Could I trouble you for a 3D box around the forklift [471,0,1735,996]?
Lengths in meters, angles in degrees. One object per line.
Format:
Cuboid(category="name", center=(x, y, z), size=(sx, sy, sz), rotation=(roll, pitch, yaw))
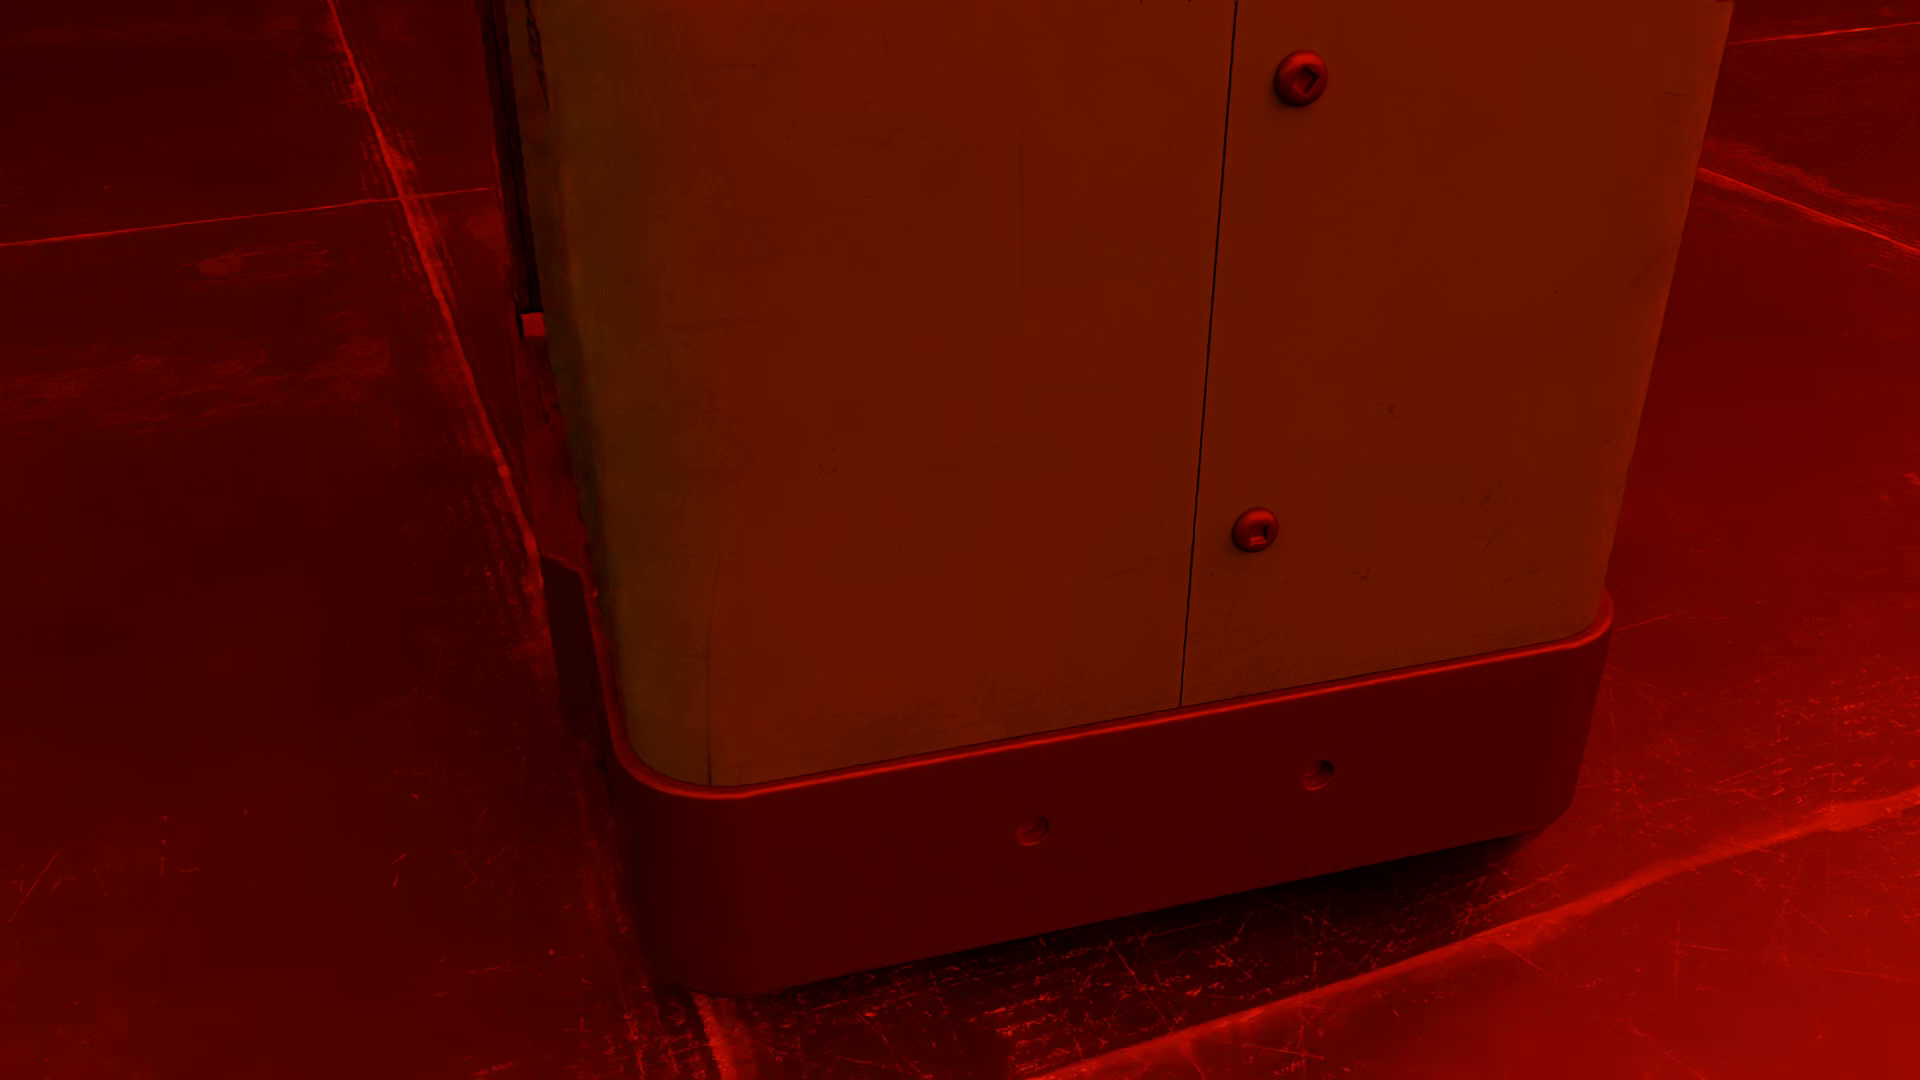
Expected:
Cuboid(category="forklift", center=(-0.217, -1.554, 2.268), size=(1.130, 2.935, 3.031), rotation=(-8, 31, -14))
